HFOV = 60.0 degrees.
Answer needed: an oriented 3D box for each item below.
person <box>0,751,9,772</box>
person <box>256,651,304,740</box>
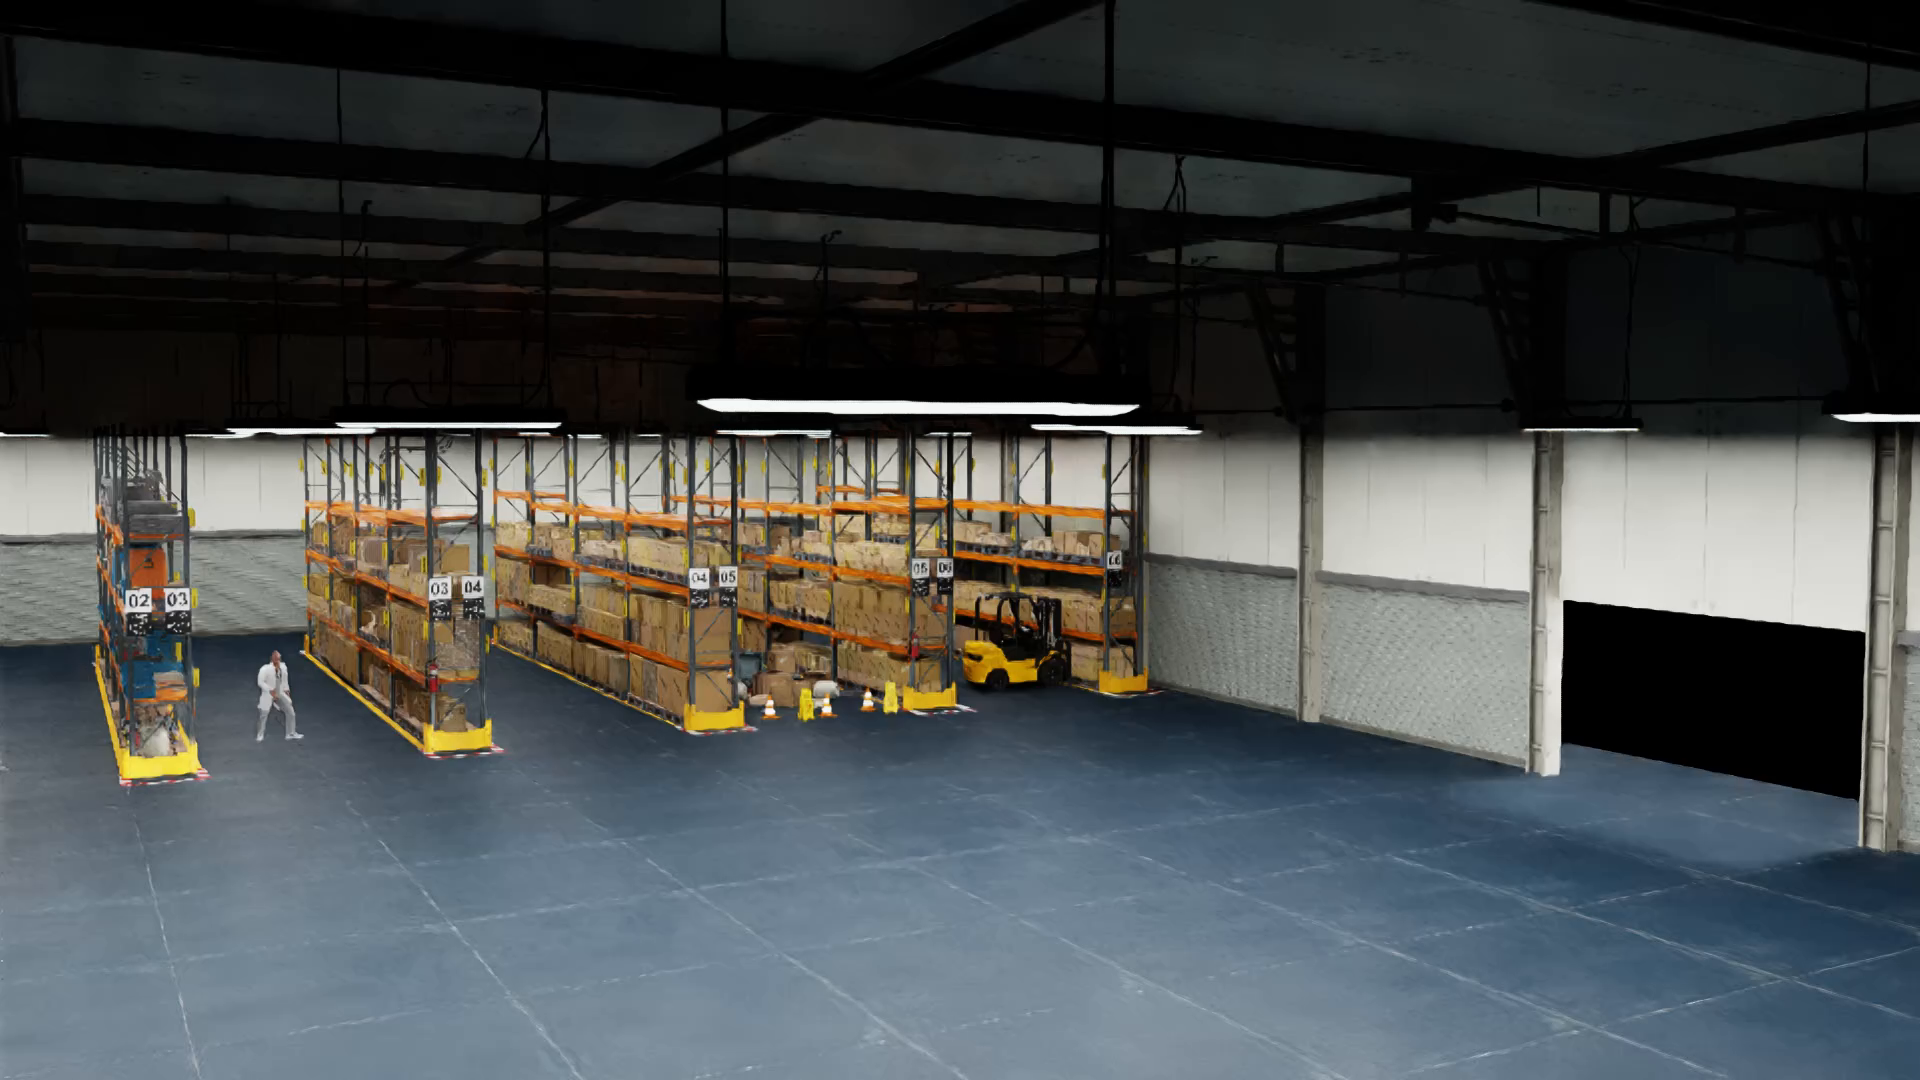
[{"bbox_3d":[-16.763,3.142,28.391,0.780,1.705,0.702,3,5,41],"label":"person"},{"bbox_3d":[-12.993,2.946,31.513,0.873,1.716,0.733,3,5,42],"label":"person"}]
